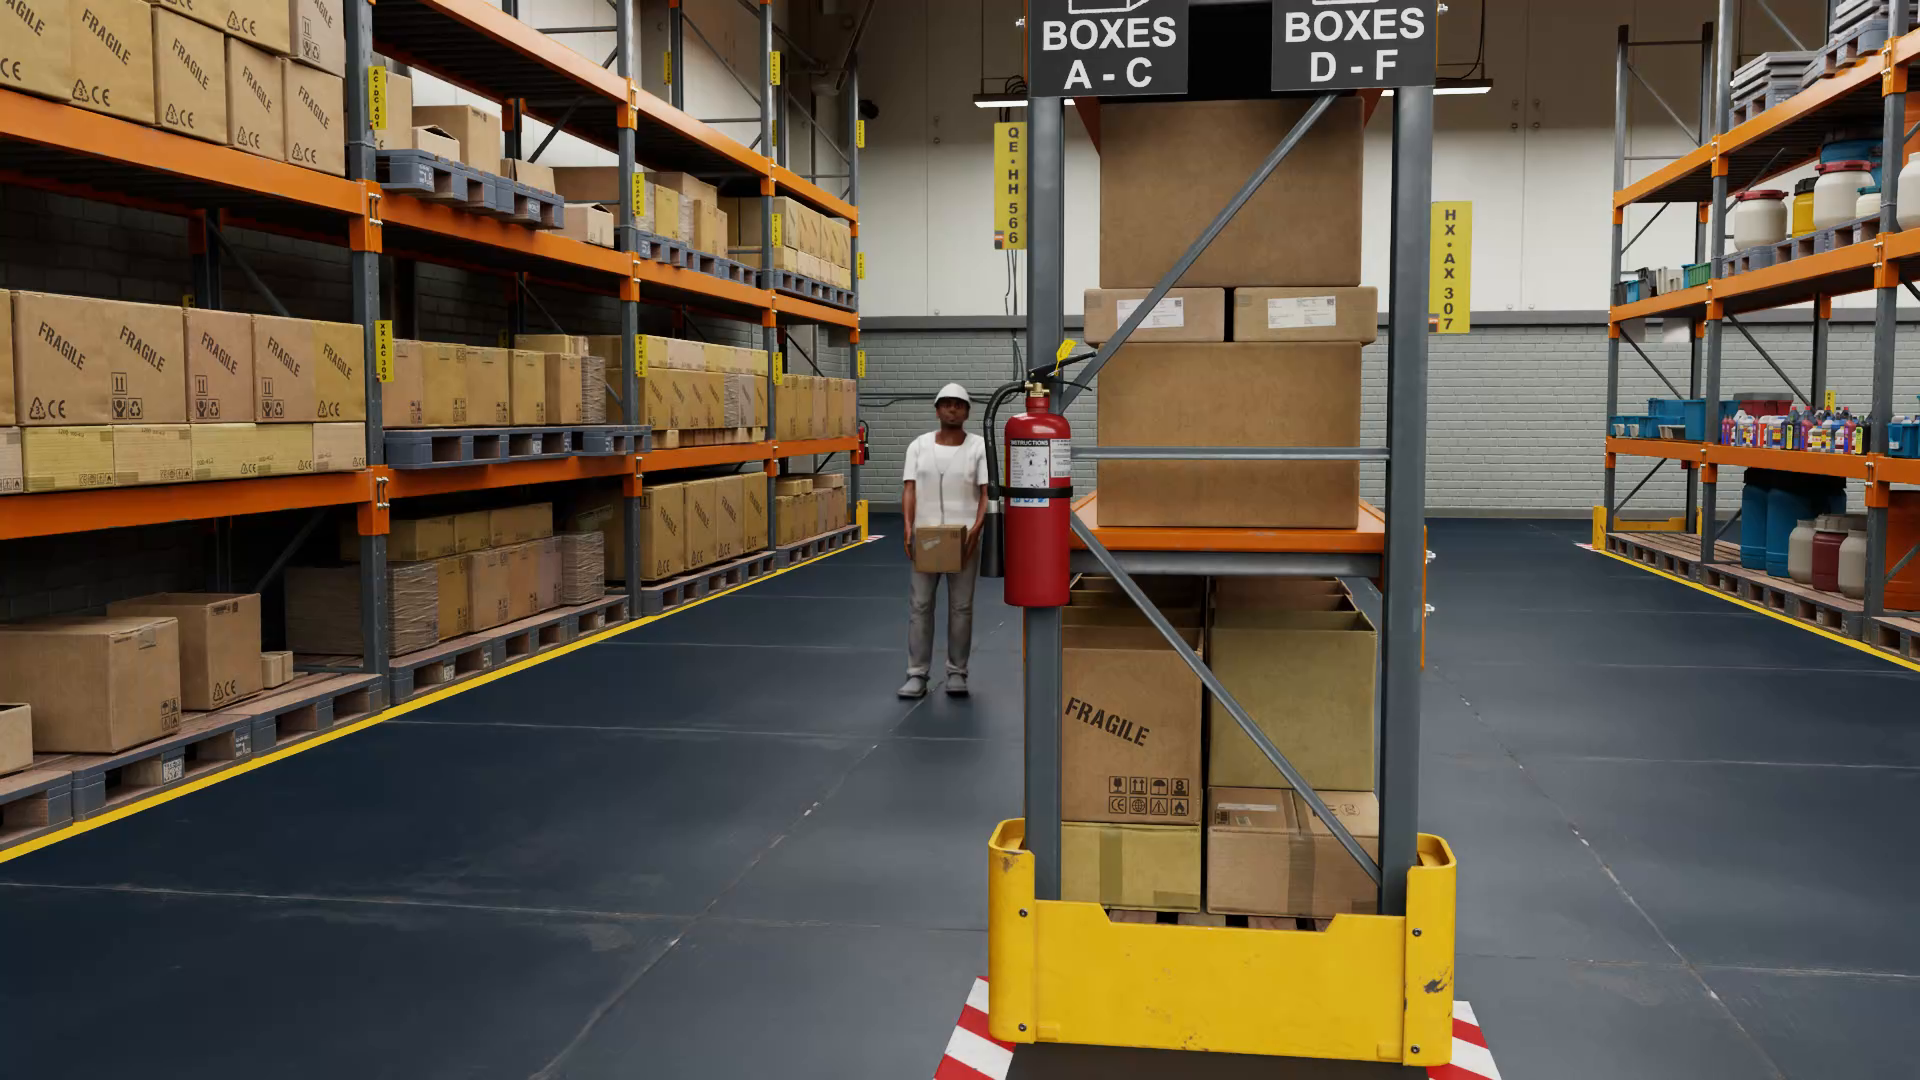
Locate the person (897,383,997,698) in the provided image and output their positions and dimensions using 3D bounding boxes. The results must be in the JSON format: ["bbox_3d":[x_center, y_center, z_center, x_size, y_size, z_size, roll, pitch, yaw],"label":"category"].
[{"bbox_3d":[-0.067,-0.006,9.451,0.552,1.771,0.538,1,4,8],"label":"person"}]
